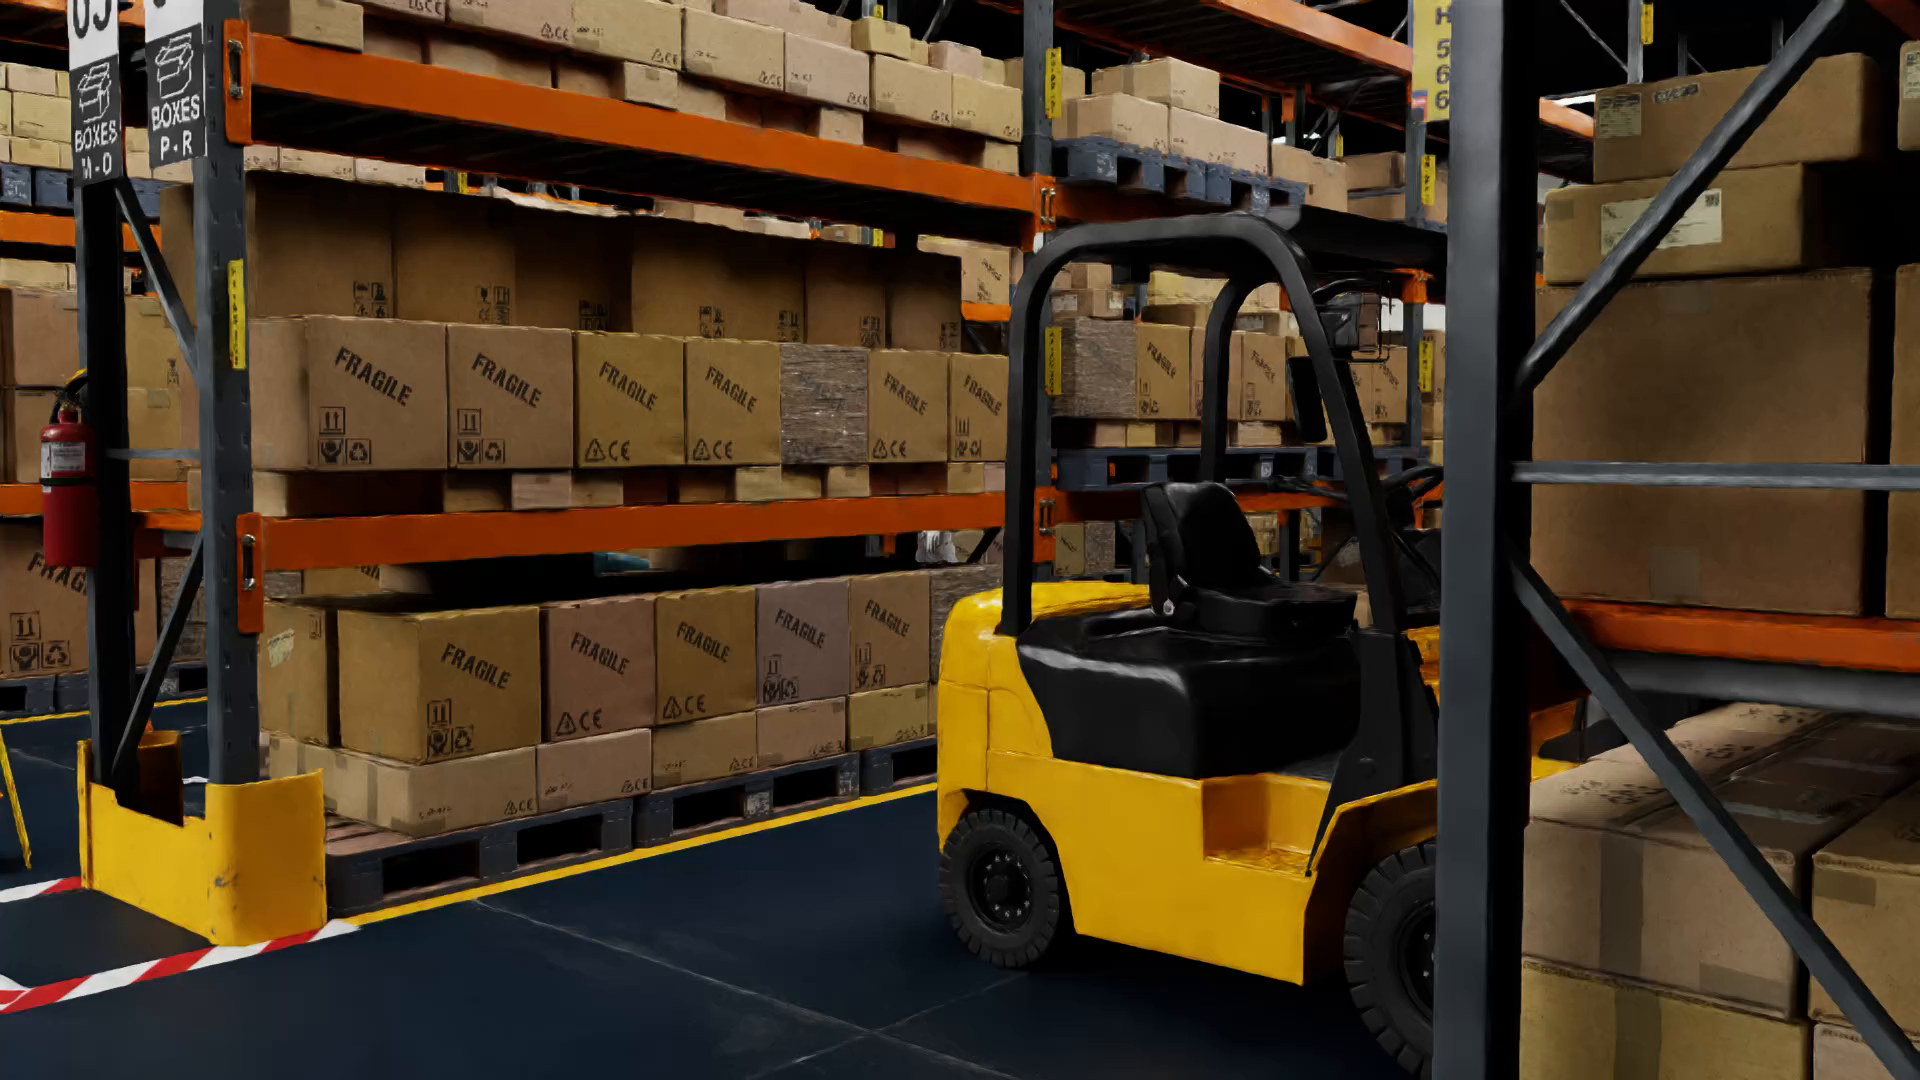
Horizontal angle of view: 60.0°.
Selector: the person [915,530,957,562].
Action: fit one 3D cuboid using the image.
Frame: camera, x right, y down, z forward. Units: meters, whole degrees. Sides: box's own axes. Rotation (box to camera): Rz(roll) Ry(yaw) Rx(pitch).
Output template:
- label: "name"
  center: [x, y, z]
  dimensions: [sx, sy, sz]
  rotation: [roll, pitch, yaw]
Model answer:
- label: "person"
  center: [-0.207, -0.076, 12.126]
  dimensions: [0.599, 1.788, 0.581]
  rotation: [-1, 4, -19]
